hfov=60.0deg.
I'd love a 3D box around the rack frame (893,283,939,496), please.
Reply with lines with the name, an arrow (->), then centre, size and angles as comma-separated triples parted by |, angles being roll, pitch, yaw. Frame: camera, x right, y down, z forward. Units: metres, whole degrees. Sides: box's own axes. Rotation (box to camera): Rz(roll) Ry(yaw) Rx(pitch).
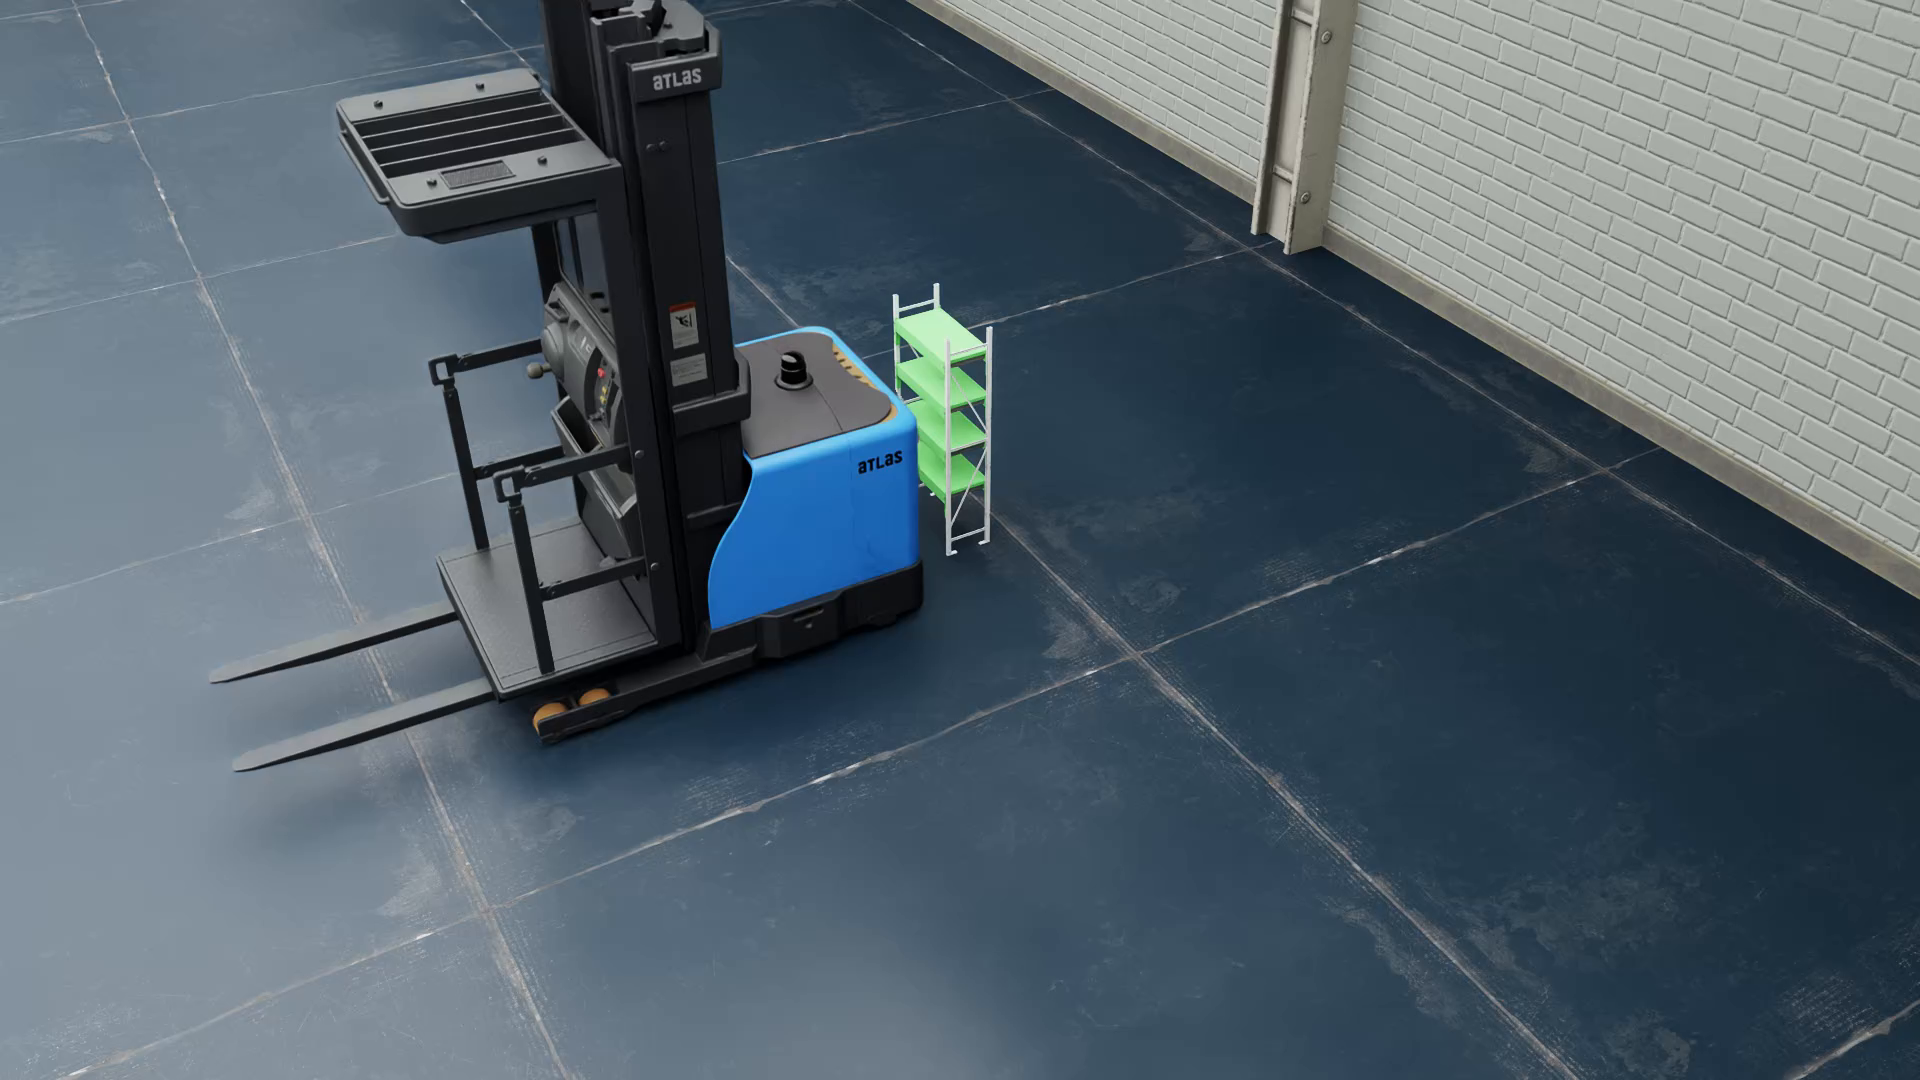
rack frame -> -0.206, -0.693, 8.182 | 0.240, 1.200, 0.015 | -19, 40, -24

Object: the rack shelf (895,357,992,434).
rack shelf -> -0.083, -0.711, 7.908 | 0.258, 0.148, 0.480 | -19, 40, -24

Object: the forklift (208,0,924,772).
forklift -> -1.714, -0.681, 6.697 | 3.031, 2.935, 1.130 | -18, 40, -23

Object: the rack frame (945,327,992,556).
rack frame -> 0.039, -0.445, 7.841 | 0.240, 1.200, 0.015 | -19, 40, -24

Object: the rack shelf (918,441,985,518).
rack shelf -> -0.083, -0.324, 8.191 | 0.258, 0.148, 0.480 | -19, 40, -24

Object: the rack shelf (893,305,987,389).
rack shelf -> -0.083, -0.905, 7.766 | 0.258, 0.148, 0.480 | -19, 40, -24

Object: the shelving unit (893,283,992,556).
shelving unit -> -0.083, -0.569, 8.012 | 0.258, 1.200, 0.503 | -19, 40, -24

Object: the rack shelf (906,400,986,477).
rack shelf -> -0.083, -0.517, 8.049 | 0.258, 0.148, 0.480 | -19, 40, -24

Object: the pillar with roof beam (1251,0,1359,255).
pillar with roof beam -> -1.561, -4.352, 6.580 | 9.100, 9.000, 0.400 | -19, 40, -24
